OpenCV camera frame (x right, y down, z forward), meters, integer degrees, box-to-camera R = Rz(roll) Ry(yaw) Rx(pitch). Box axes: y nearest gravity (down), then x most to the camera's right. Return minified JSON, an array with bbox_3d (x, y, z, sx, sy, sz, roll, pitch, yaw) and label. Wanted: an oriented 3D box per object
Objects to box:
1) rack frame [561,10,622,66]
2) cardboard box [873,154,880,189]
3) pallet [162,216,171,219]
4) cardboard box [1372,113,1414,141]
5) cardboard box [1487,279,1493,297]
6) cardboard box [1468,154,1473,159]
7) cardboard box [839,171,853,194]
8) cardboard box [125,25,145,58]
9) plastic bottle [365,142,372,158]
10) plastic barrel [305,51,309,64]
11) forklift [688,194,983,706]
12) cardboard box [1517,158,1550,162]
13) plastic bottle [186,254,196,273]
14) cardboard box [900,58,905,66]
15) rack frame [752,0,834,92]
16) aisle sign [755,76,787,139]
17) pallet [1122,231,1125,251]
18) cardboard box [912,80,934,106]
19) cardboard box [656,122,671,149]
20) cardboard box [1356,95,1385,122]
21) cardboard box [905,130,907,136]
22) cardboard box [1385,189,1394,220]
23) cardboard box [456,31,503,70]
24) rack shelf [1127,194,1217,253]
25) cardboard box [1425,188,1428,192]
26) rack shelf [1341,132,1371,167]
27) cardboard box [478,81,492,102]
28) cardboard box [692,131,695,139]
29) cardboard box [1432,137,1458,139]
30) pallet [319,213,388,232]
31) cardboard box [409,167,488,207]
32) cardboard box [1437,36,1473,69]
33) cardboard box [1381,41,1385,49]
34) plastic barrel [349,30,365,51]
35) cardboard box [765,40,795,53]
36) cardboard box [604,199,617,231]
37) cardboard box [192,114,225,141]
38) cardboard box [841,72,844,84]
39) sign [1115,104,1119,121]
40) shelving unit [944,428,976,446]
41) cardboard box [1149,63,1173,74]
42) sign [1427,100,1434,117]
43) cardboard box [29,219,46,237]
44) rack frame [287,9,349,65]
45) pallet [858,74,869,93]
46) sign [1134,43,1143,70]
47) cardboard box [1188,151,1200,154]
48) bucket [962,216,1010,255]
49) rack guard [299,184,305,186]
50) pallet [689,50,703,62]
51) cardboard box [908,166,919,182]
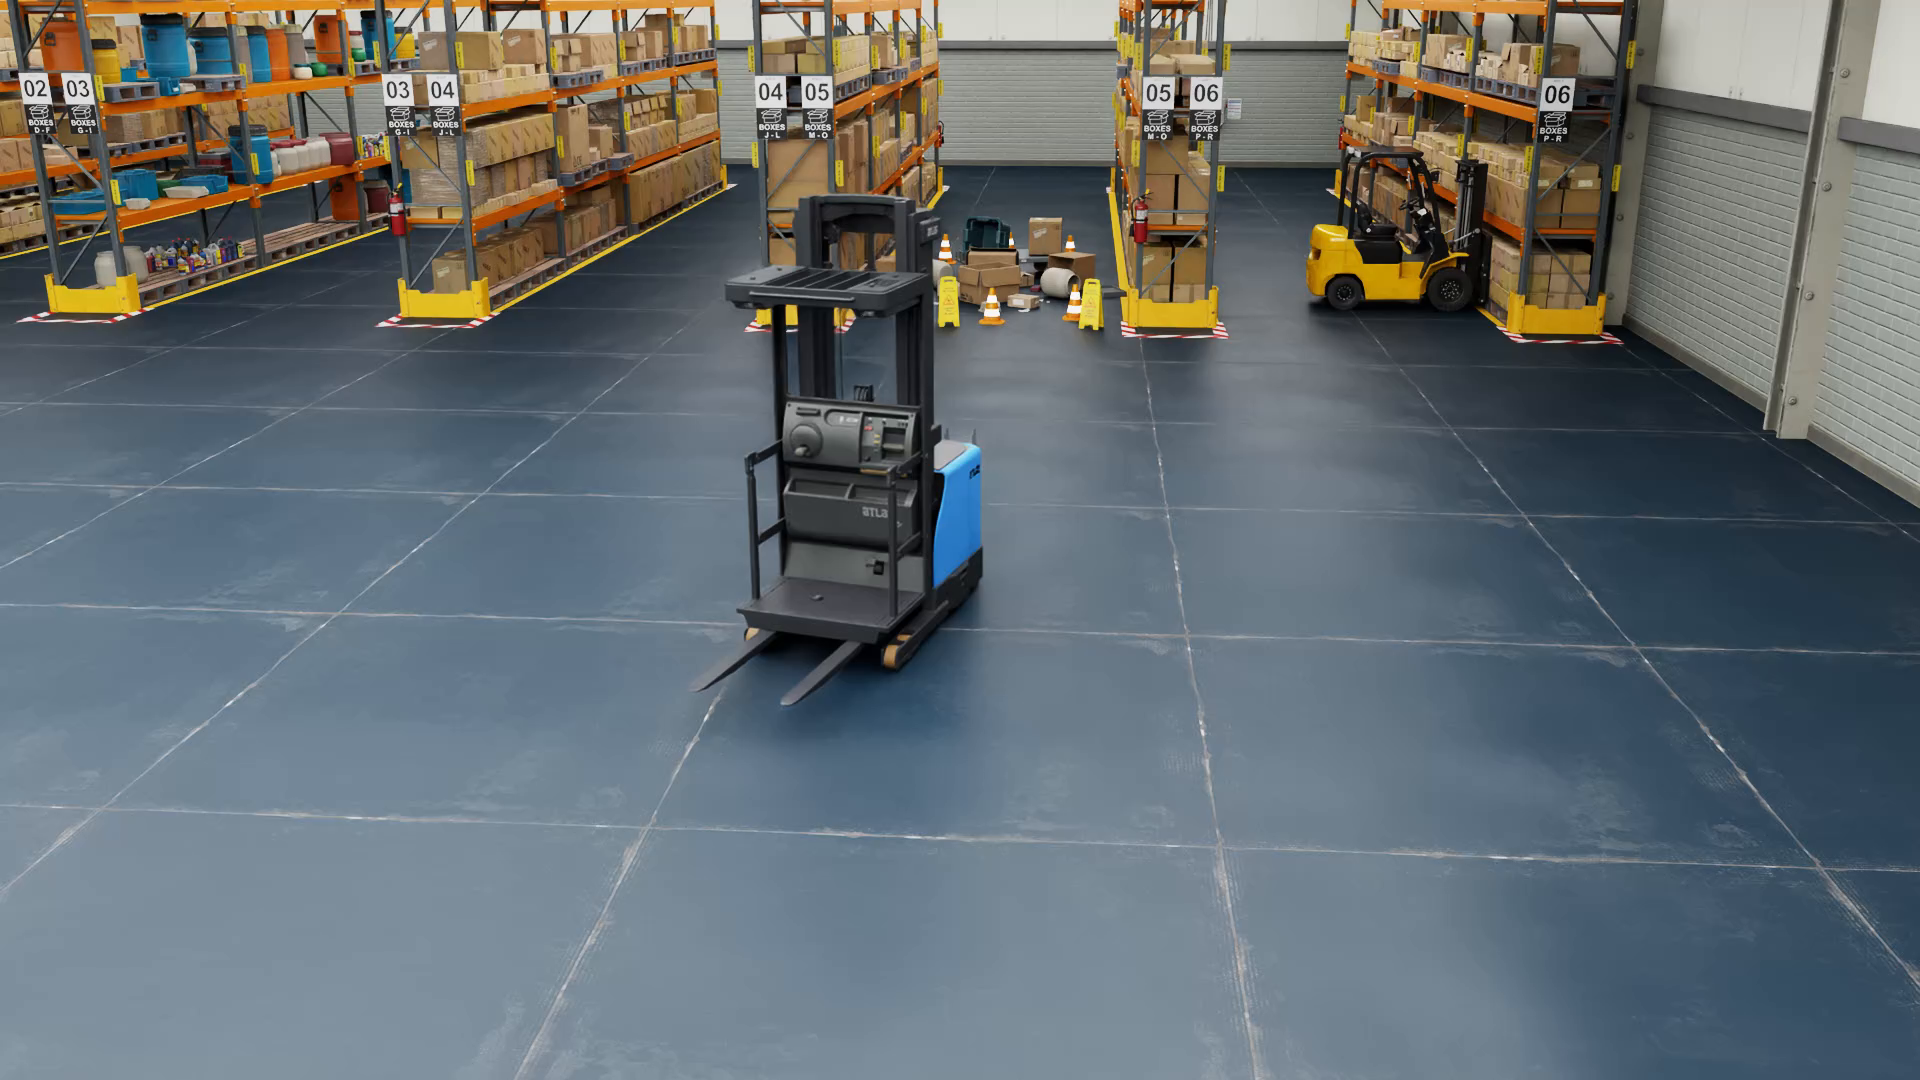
[{"bbox_3d":[-6.493,-9.827,28.961,1.000,3.000,0.127,1,18,4],"label":"rack frame"},{"bbox_3d":[-1.534,-5.796,26.134,0.500,0.500,0.500,1,18,5],"label":"cardboard box"},{"bbox_3d":[-16.192,-6.482,32.866,1.003,0.211,1.213,1,18,4],"label":"pallet"},{"bbox_3d":[8.372,-7.989,32.152,0.700,0.500,0.500,2,18,5],"label":"cardboard box"},{"bbox_3d":[7.578,-3.516,23.076,0.500,0.250,0.500,1,18,5],"label":"cardboard box"},{"bbox_3d":[7.771,-5.665,24.693,0.380,0.149,0.250,1,18,3],"label":"cardboard box"},{"bbox_3d":[-1.962,-4.879,23.255,0.875,0.550,0.550,1,18,4],"label":"cardboard box"},{"bbox_3d":[-16.221,-9.798,32.693,0.600,0.600,0.600,1,18,3],"label":"cardboard box"},{"bbox_3d":[-11.011,-7.259,30.947,0.061,0.283,0.133,1,18,4],"label":"plastic bottle"},{"bbox_3d":[-11.761,-8.475,29.474,0.421,0.512,0.421,0,18,0],"label":"plastic barrel"},{"bbox_3d":[-0.805,-0.690,10.821,1.130,2.935,3.031,6,19,19],"label":"forklift"},{"bbox_3d":[7.655,-5.008,22.210,0.380,0.149,0.250,1,18,4],"label":"cardboard box"},{"bbox_3d":[-11.531,-4.146,24.914,0.061,0.283,0.133,2,18,5],"label":"plastic bottle"},{"bbox_3d":[-1.247,-8.478,29.502,0.500,0.500,0.500,1,18,4],"label":"cardboard box"},{"bbox_3d":[-2.126,-7.200,20.944,1.000,3.000,0.127,1,18,4],"label":"rack frame"},{"bbox_3d":[-2.431,-5.569,21.427,0.394,0.787,0.004,1,18,4],"label":"aisle sign"},{"bbox_3d":[3.334,-5.187,28.913,1.003,0.211,1.213,1,18,4],"label":"pallet"},{"bbox_3d":[-0.829,-9.516,35.402,0.500,0.500,0.500,2,18,7],"label":"cardboard box"},{"bbox_3d":[-6.010,-7.961,32.740,0.500,0.500,0.500,2,18,6],"label":"cardboard box"},{"bbox_3d":[8.508,-8.955,34.494,0.500,0.500,0.500,2,18,5],"label":"cardboard box"},{"bbox_3d":[-1.212,-7.685,31.310,0.380,0.149,0.250,2,18,6],"label":"cardboard box"},{"bbox_3d":[8.259,-6.272,31.088,0.500,0.500,0.500,1,18,2],"label":"cardboard box"},{"bbox_3d":[-6.691,-6.798,23.094,0.500,0.500,0.500,1,18,4],"label":"cardboard box"},{"bbox_3d":[2.961,-4.549,23.645,1.077,0.370,4.000,1,18,4],"label":"rack shelf"},{"bbox_3d":[8.757,-6.445,30.574,0.380,0.149,0.250,1,18,3],"label":"cardboard box"},{"bbox_3d":[8.773,-8.167,34.684,1.077,0.370,4.000,1,18,4],"label":"rack shelf"},{"bbox_3d":[-6.743,-6.149,22.797,0.500,0.250,0.500,1,18,3],"label":"cardboard box"},{"bbox_3d":[-5.781,-8.508,34.973,0.380,0.149,0.250,1,18,3],"label":"cardboard box"},{"bbox_3d":[8.021,-6.585,27.499,0.380,0.149,0.250,1,18,5],"label":"cardboard box"},{"bbox_3d":[-11.418,-6.007,31.416,1.003,0.211,1.213,1,18,4],"label":"pallet"},{"bbox_3d":[-7.000,-4.850,22.770,0.875,0.500,0.500,1,18,4],"label":"cardboard box"},{"bbox_3d":[7.975,-7.829,26.687,0.500,0.500,0.500,2,18,5],"label":"cardboard box"},{"bbox_3d":[8.162,-9.336,31.373,0.380,0.149,0.250,1,18,3],"label":"cardboard box"},{"bbox_3d":[-11.456,-9.330,31.369,0.433,0.535,0.433,0,18,0],"label":"plastic barrel"},{"bbox_3d":[-2.403,-6.550,22.067,0.380,0.149,0.250,2,18,5],"label":"cardboard box"},{"bbox_3d":[-6.521,-5.788,29.579,0.700,0.500,0.500,0,18,1],"label":"cardboard box"},{"bbox_3d":[-15.778,-8.640,34.813,0.500,0.500,0.500,2,18,5],"label":"cardboard box"},{"bbox_3d":[-1.746,-6.158,22.151,0.380,0.149,0.250,1,18,4],"label":"cardboard box"},{"bbox_3d":[3.125,-8.458,32.900,0.100,0.325,0.005,1,18,4],"label":"sign"},{"bbox_3d":[0.001,-0.430,13.291,0.258,0.900,0.210,1,18,4],"label":"shelving unit"},{"bbox_3d":[2.548,-6.067,21.425,0.380,0.149,0.250,1,18,4],"label":"cardboard box"},{"bbox_3d":[9.183,-8.426,32.462,0.100,0.325,0.005,1,18,4],"label":"sign"},{"bbox_3d":[-16.274,-5.446,28.968,0.500,0.250,0.500,2,18,5],"label":"cardboard box"},{"bbox_3d":[-11.433,-9.937,29.298,1.000,3.000,0.127,1,18,4],"label":"rack frame"},{"bbox_3d":[-1.909,-6.721,24.442,1.003,0.211,1.213,1,18,4],"label":"pallet"},{"bbox_3d":[2.266,-6.135,21.089,0.100,0.325,0.005,1,18,4],"label":"sign"},{"bbox_3d":[3.321,-5.558,24.928,0.500,0.500,0.500,1,18,3],"label":"cardboard box"},{"bbox_3d":[0.450,-4.664,25.657,0.726,0.611,0.620,8,10,23],"label":"bucket"},{"bbox_3d":[-15.805,-8.471,38.473,1.175,0.500,0.348,1,18,4],"label":"rack guard"},{"bbox_3d":[-6.047,-10.233,35.161,1.003,0.211,1.213,1,18,4],"label":"pallet"},{"bbox_3d":[-1.067,-7.207,32.736,0.500,0.250,0.500,1,18,2],"label":"cardboard box"}]
